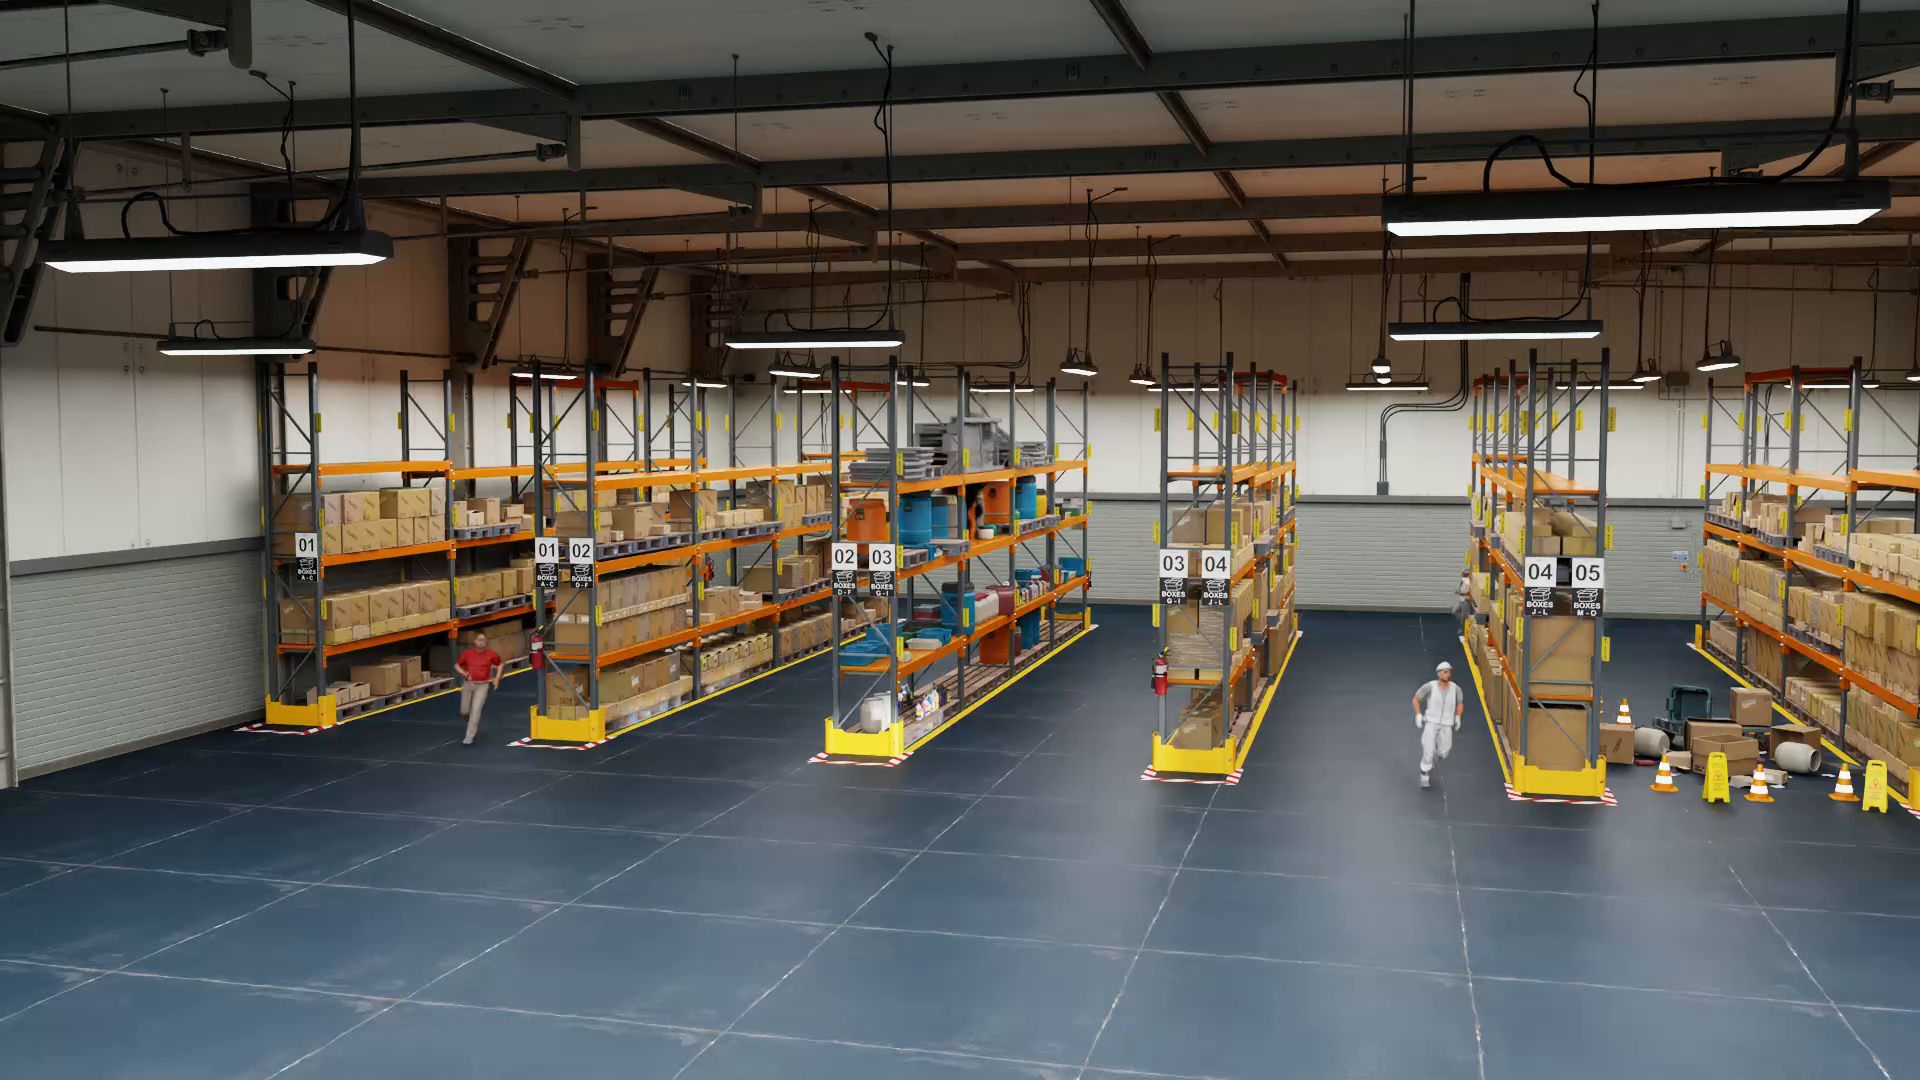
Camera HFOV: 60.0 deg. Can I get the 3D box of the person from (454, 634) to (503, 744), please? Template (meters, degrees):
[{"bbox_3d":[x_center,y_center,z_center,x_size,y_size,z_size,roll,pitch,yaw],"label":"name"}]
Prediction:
[{"bbox_3d":[-7.589,2.320,26.110,0.700,1.680,0.901,0,4,-4],"label":"person"}]

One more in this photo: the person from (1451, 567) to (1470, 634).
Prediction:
[{"bbox_3d":[11.948,1.442,39.243,0.614,1.627,0.666,0,4,3],"label":"person"}]

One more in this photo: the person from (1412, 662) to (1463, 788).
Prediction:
[{"bbox_3d":[6.599,2.533,22.953,0.702,1.721,0.575,0,4,3],"label":"person"}]
